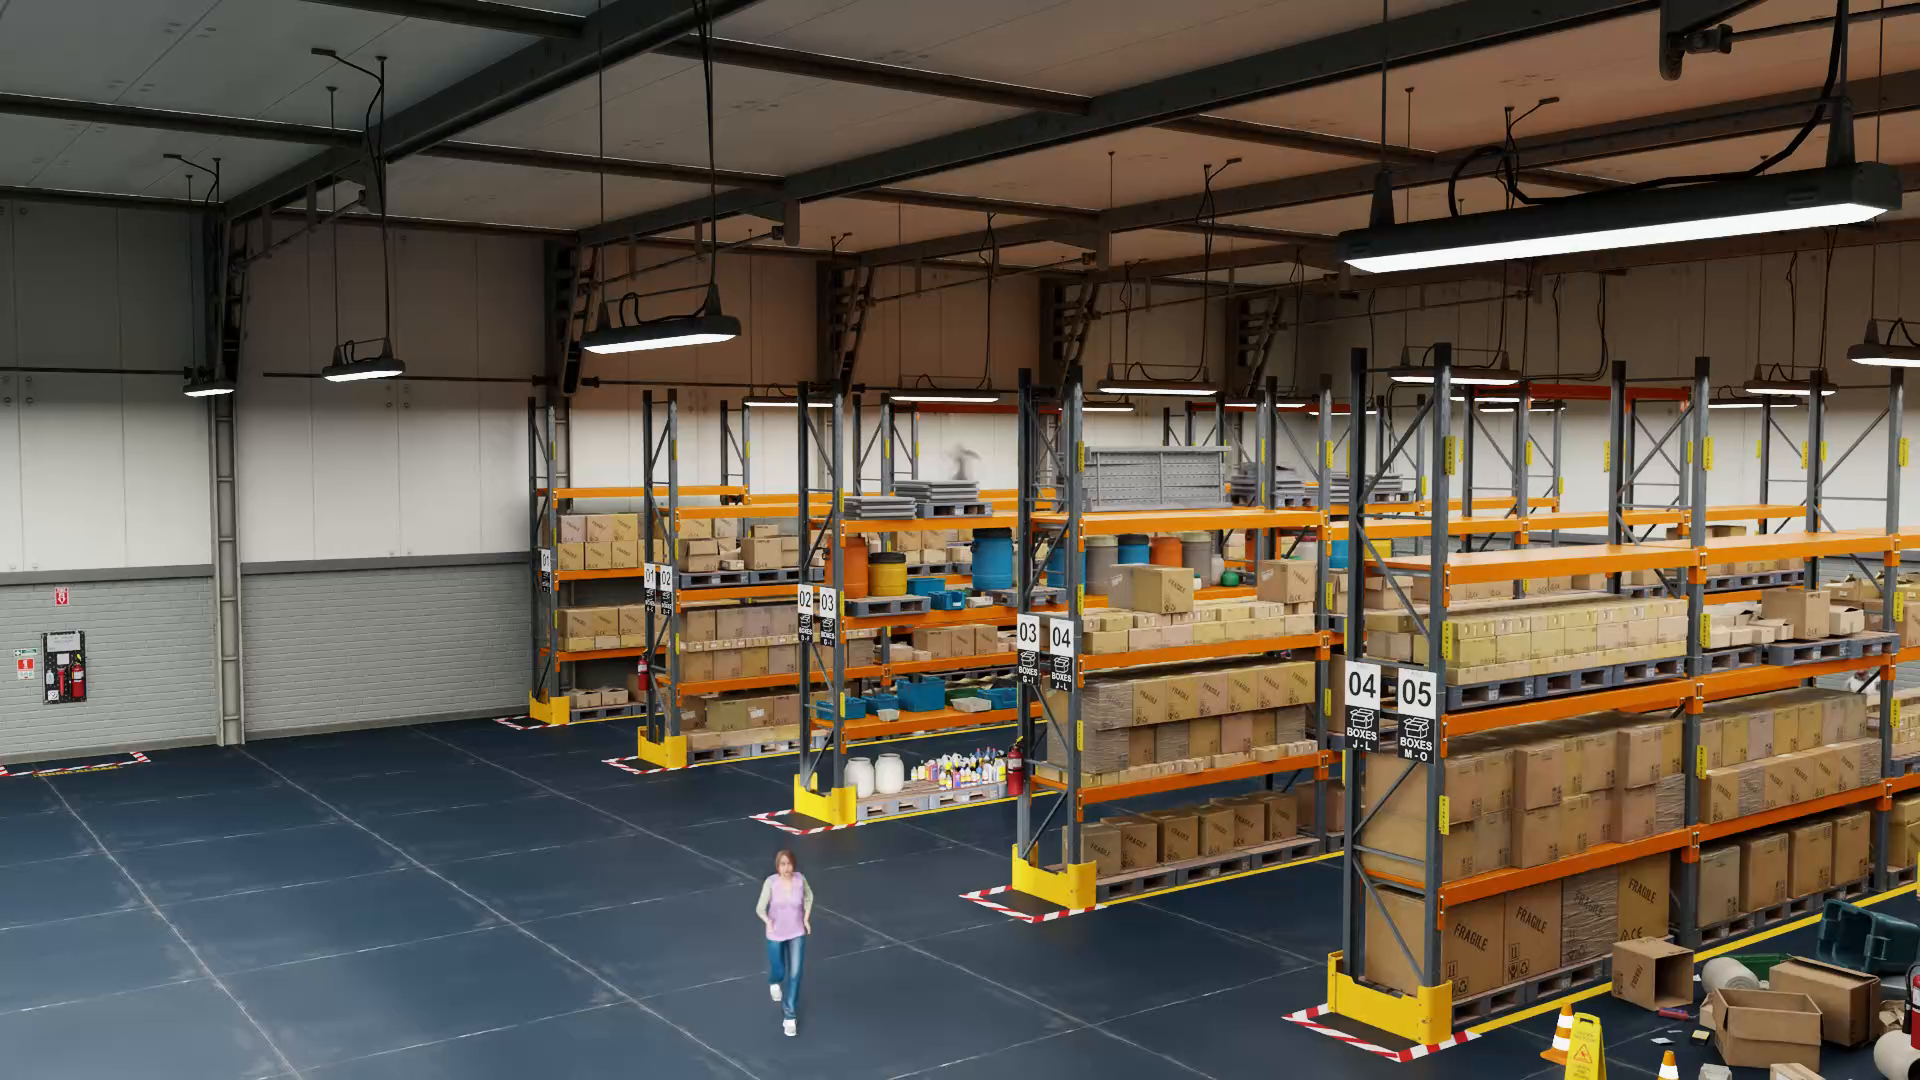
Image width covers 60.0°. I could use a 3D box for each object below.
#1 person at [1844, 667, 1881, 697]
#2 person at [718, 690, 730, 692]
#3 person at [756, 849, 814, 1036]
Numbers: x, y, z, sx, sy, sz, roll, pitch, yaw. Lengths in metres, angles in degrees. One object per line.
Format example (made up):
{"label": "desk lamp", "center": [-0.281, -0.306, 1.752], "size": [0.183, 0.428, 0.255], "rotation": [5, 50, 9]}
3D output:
{"label": "person", "center": [14.304, 2.728, 26.291], "size": [0.767, 1.756, 0.651], "rotation": [-3, 4, -41]}
{"label": "person", "center": [-4.037, 2.570, 29.161], "size": [0.894, 1.757, 0.702], "rotation": [-3, 5, -42]}
{"label": "person", "center": [-1.554, 3.502, 14.765], "size": [0.525, 1.582, 0.822], "rotation": [-1, 3, -13]}
